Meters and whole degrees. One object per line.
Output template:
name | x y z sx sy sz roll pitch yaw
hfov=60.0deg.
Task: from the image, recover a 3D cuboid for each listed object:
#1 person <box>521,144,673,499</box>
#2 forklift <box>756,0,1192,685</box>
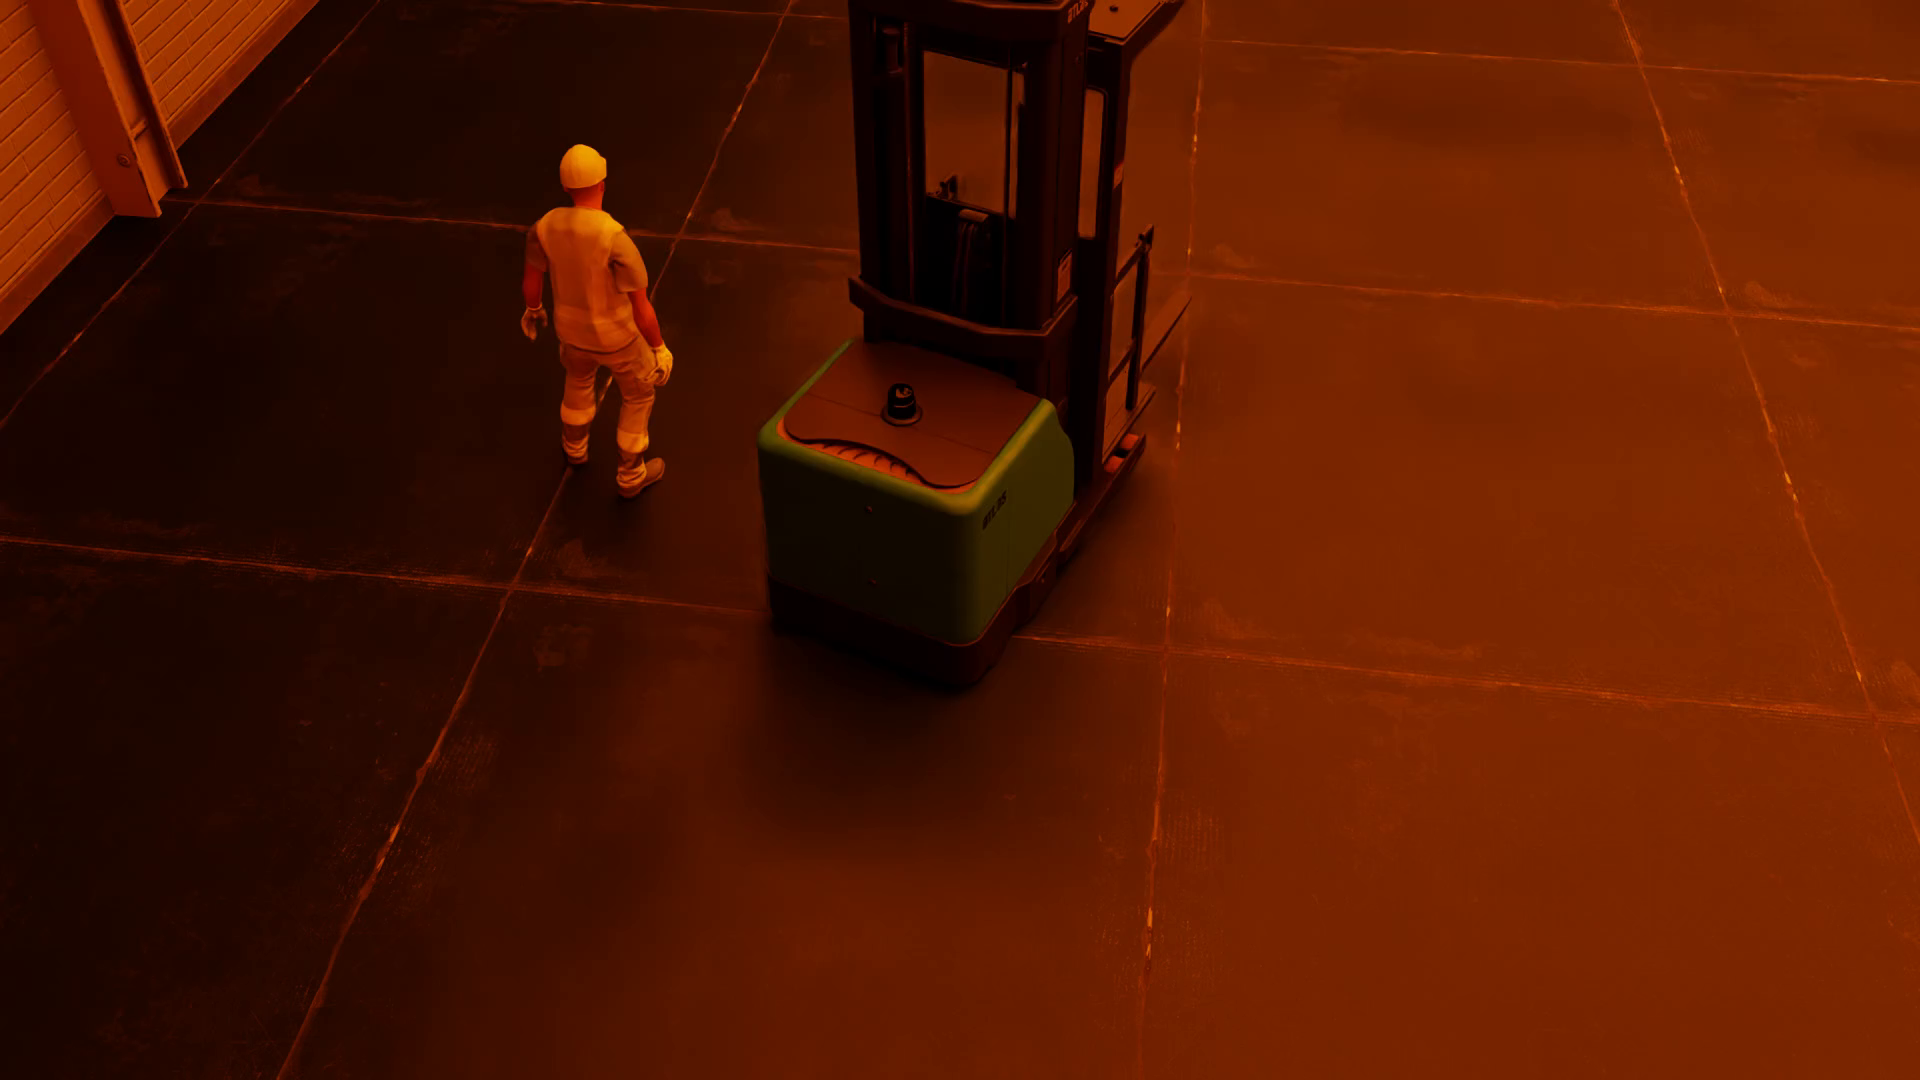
person | -1.658 -1.000 7.688 0.852 1.750 0.433 16 45 16
forklift | 0.269 -1.454 7.307 1.130 2.935 3.031 19 46 20
